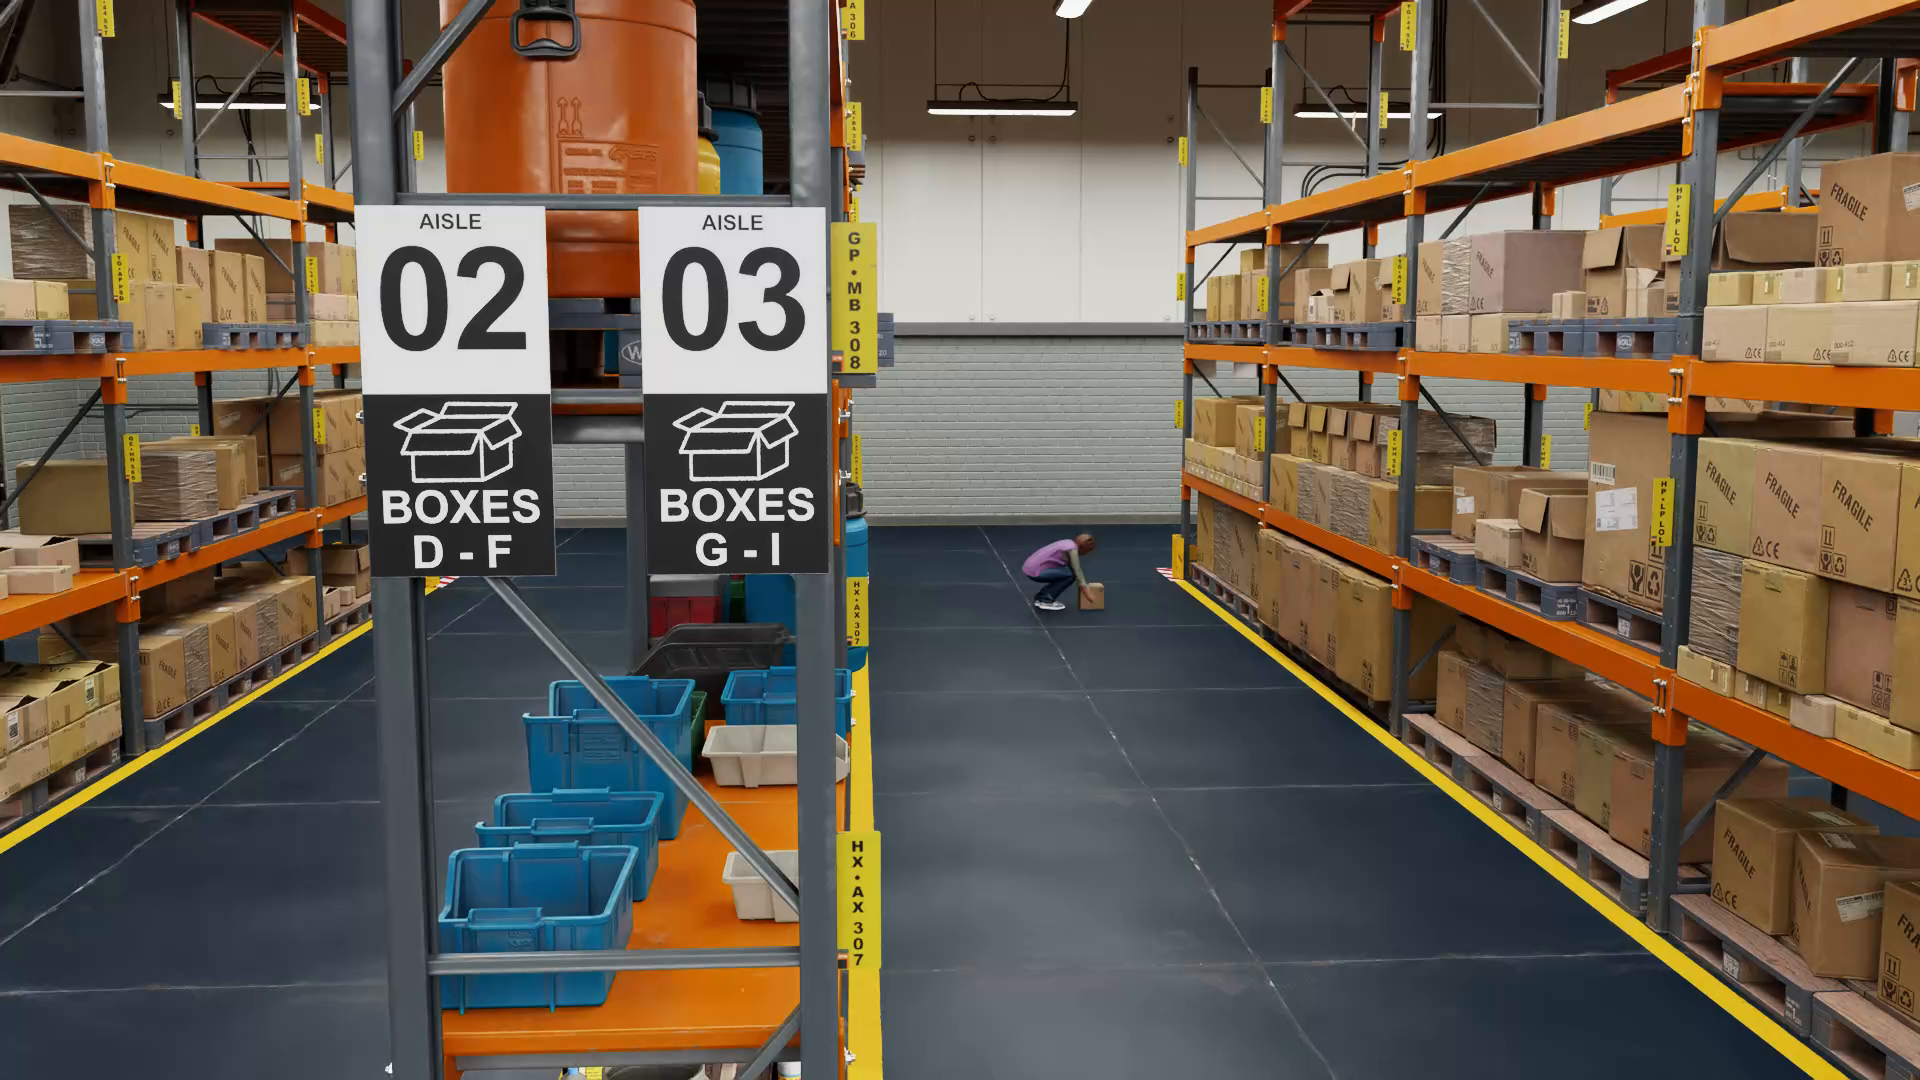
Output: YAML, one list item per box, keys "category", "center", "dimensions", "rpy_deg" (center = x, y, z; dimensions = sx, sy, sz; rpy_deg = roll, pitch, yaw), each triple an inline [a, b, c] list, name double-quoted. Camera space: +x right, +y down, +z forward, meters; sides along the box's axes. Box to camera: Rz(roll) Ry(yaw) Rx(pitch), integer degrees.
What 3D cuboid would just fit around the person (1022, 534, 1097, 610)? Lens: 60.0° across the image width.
- category: "person"
  center: [1.062, 0.339, 17.838]
  dimensions: [0.802, 0.796, 0.431]
  rpy_deg: [0, 7, -4]
